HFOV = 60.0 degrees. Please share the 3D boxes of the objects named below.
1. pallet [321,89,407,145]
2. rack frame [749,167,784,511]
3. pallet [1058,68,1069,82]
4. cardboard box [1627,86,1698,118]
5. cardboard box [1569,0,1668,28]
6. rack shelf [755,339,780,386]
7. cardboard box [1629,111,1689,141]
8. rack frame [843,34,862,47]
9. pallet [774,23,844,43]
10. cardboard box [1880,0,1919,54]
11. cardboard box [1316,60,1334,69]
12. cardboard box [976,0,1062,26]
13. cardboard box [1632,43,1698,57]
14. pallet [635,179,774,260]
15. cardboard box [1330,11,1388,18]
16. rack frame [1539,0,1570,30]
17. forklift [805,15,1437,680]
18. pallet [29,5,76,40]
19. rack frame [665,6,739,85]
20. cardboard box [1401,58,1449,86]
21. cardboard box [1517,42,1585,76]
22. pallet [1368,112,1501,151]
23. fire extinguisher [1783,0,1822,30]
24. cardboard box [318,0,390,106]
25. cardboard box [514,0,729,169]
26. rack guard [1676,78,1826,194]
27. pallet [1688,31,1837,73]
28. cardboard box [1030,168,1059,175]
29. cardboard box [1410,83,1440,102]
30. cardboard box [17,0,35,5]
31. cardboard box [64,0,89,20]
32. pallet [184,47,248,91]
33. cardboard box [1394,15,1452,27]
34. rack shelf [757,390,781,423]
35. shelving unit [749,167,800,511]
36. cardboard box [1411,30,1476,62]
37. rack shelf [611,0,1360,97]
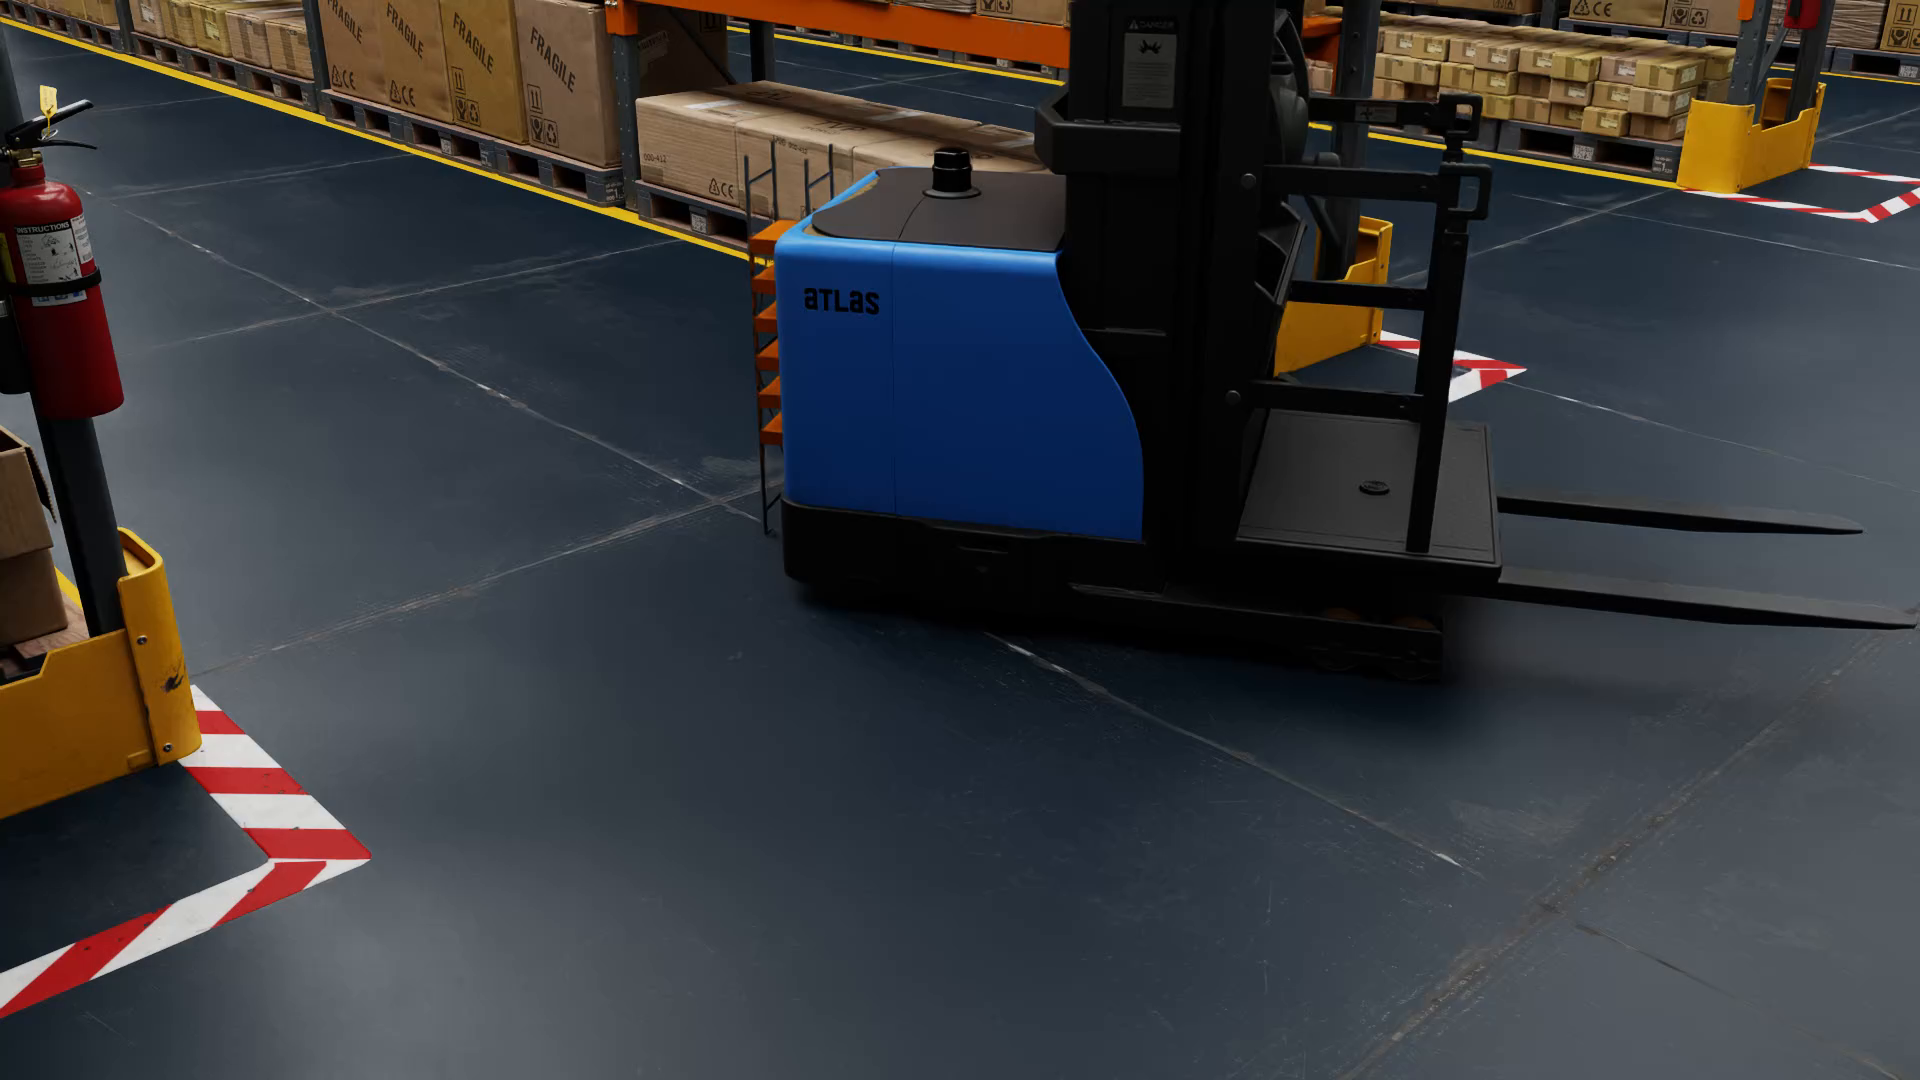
[{"bbox_3d":[-3.713,-3.017,11.608,1.003,0.211,1.213,-21,32,-38],"label":"pallet"},{"bbox_3d":[-0.589,-0.605,5.130,0.002,1.046,0.228,6,25,13],"label":"rack frame"},{"bbox_3d":[1.548,-3.735,13.184,1.003,0.211,1.213,-21,32,-38],"label":"pallet"},{"bbox_3d":[4.247,-2.665,10.048,0.380,0.149,0.250,-22,33,-40],"label":"cardboard box"},{"bbox_3d":[6.164,-5.147,14.972,0.875,0.875,0.875,-21,32,-38],"label":"cardboard box"},{"bbox_3d":[-0.500,-0.555,5.128,0.180,0.103,0.258,6,25,13],"label":"rack shelf"},{"bbox_3d":[4.304,-2.551,10.157,0.380,0.149,0.250,-21,32,-38],"label":"cardboard box"},{"bbox_3d":[-1.542,-7.880,18.910,5.960,3.000,8.026,-21,32,-38],"label":"rack frame"},{"bbox_3d":[-1.136,-4.972,15.894,1.003,0.211,1.213,-21,32,-38],"label":"pallet"},{"bbox_3d":[8.009,-4.329,13.179,0.875,0.875,0.875,-21,32,-38],"label":"cardboard box"},{"bbox_3d":[2.710,-3.400,11.659,0.250,0.149,0.380,22,32,39],"label":"cardboard box"},{"bbox_3d":[0.416,-2.395,6.765,0.500,0.500,0.500,-22,33,-39],"label":"cardboard box"},{"bbox_3d":[4.429,-3.026,10.481,0.380,0.149,0.250,-21,32,-38],"label":"cardboard box"},{"bbox_3d":[-1.000,-1.812,8.969,1.003,0.211,1.213,-21,32,-38],"label":"pallet"},{"bbox_3d":[2.894,-3.760,12.089,0.380,0.149,0.250,-22,32,-39],"label":"cardboard box"},{"bbox_3d":[5.771,-6.145,15.106,1.000,3.000,0.127,-21,32,-38],"label":"rack frame"},{"bbox_3d":[9.092,-9.169,14.506,12.035,9.000,29.450,6,25,13],"label":"forklift"},{"bbox_3d":[-8.254,-5.052,16.070,1.003,0.211,1.213,-21,32,-38],"label":"pallet"},{"bbox_3d":[-1.465,-3.333,8.941,0.949,2.616,0.053,-21,32,-38],"label":"rack frame"},{"bbox_3d":[3.157,-3.134,11.075,0.380,0.149,0.250,-21,32,-38],"label":"cardboard box"},{"bbox_3d":[3.738,-3.041,10.514,0.250,0.149,0.380,22,33,40],"label":"cardboard box"},{"bbox_3d":[3.405,-2.937,11.433,1.003,0.211,1.213,-21,32,-38],"label":"pallet"},{"bbox_3d":[4.651,-3.145,9.071,0.296,0.674,0.183,-21,32,-38],"label":"fire extinguisher"},{"bbox_3d":[-3.785,-3.537,11.443,0.875,0.875,0.875,-22,32,-39],"label":"cardboard box"},{"bbox_3d":[-1.945,-2.723,9.659,0.875,0.875,0.875,-20,31,-37],"label":"cardboard box"},{"bbox_3d":[4.764,-2.442,10.002,1.175,0.500,0.348,-21,32,-38],"label":"rack guard"},{"bbox_3d":[7.072,-4.254,14.321,1.003,0.211,1.213,-21,32,-38],"label":"pallet"},{"bbox_3d":[0.747,-1.319,7.108,0.875,0.438,0.875,22,33,40],"label":"cardboard box"},{"bbox_3d":[3.248,-3.022,11.188,0.380,0.149,0.250,-20,31,-37],"label":"cardboard box"},{"bbox_3d":[-8.972,-5.430,16.345,0.500,0.250,0.500,-20,31,-37],"label":"cardboard box"},{"bbox_3d":[-7.902,-4.959,15.313,0.500,0.250,0.500,-22,33,-40],"label":"cardboard box"},{"bbox_3d":[-5.559,-3.884,13.509,1.003,0.211,1.213,-21,32,-38],"label":"pallet"},{"bbox_3d":[3.267,-3.603,11.746,0.250,0.149,0.380,22,32,39],"label":"cardboard box"},{"bbox_3d":[-0.500,-0.446,5.178,0.180,0.103,0.258,6,25,13],"label":"rack shelf"},{"bbox_3d":[-0.501,-0.595,5.110,0.183,1.046,0.258,6,25,13],"label":"shelving unit"},{"bbox_3d":[3.215,-3.289,11.058,0.380,0.149,0.250,-21,32,-38],"label":"cardboard box"},{"bbox_3d":[-0.096,-2.400,7.765,1.077,0.370,4.000,-21,32,-38],"label":"rack shelf"}]
